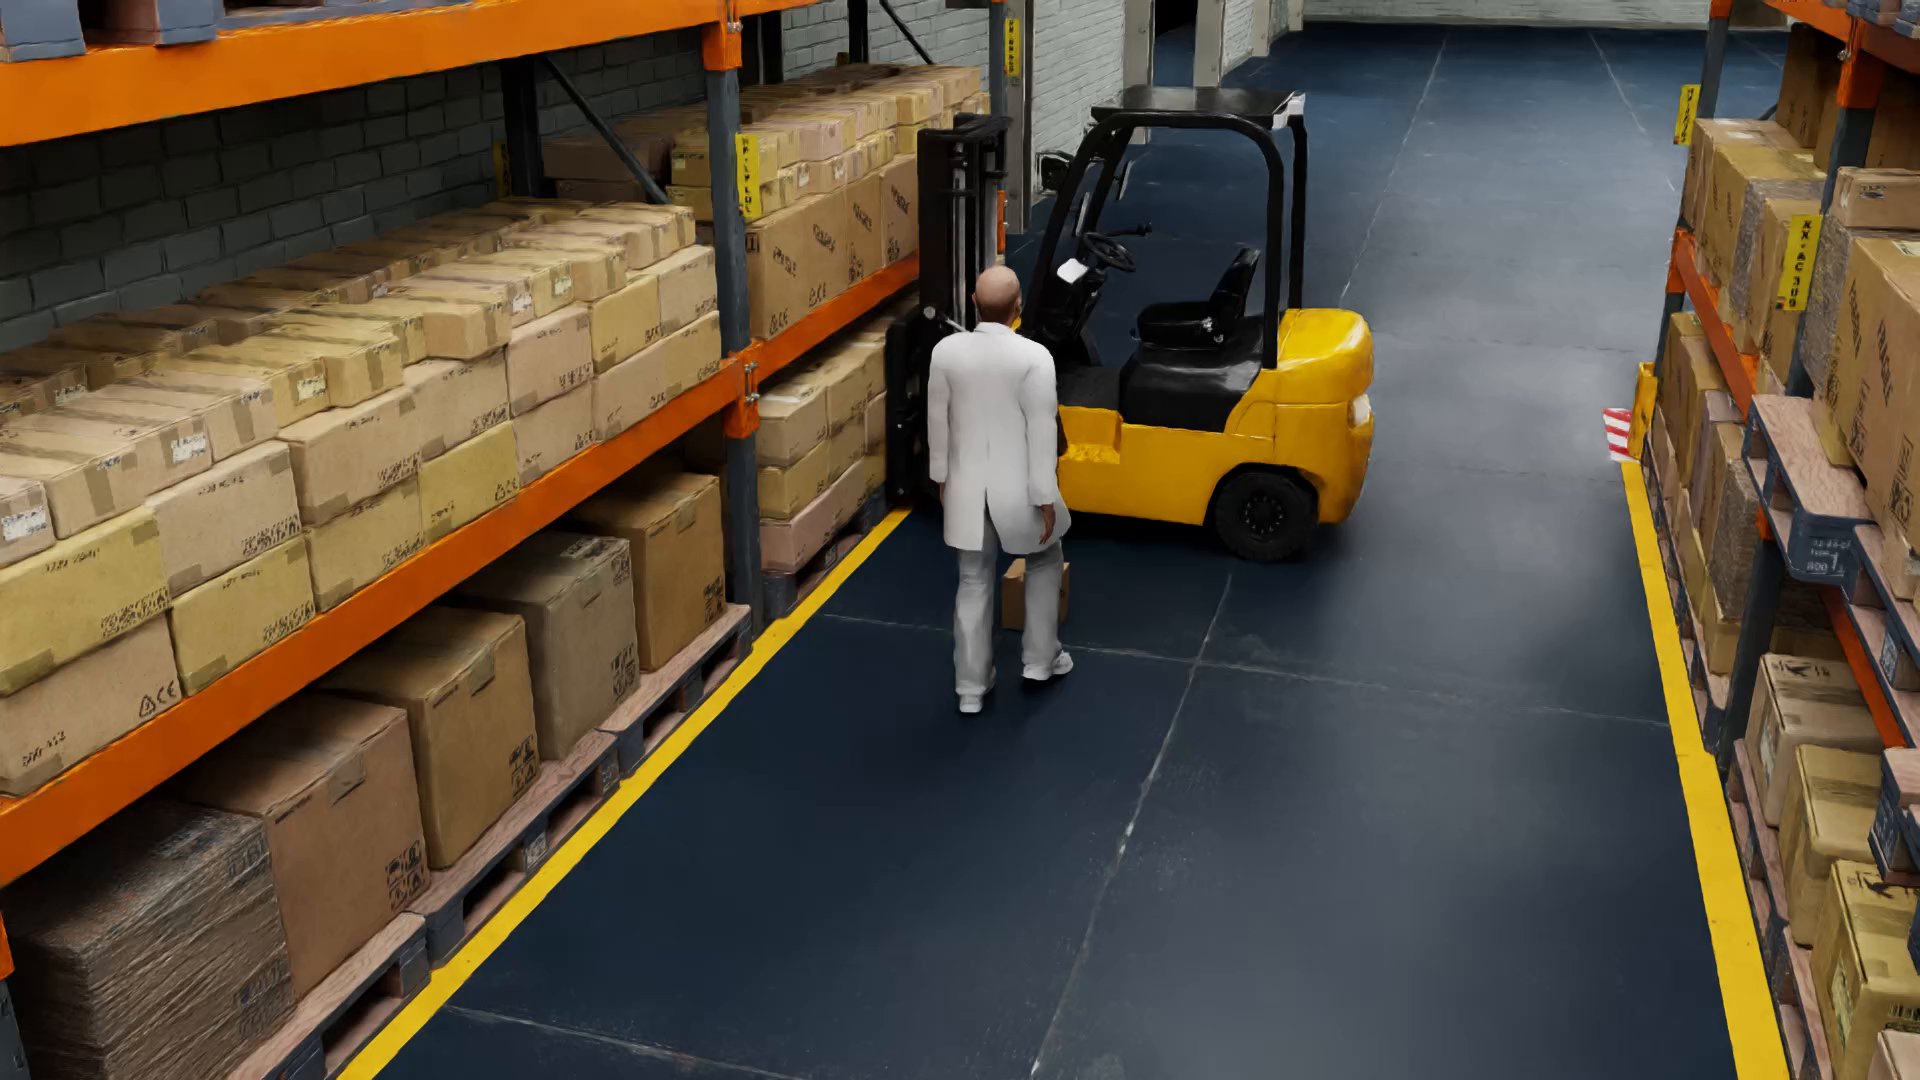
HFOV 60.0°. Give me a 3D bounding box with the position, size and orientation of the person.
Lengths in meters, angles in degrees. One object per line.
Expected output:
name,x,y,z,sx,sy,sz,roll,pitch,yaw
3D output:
person,0.160,-0.219,6.632,0.583,1.779,0.645,8,23,19
